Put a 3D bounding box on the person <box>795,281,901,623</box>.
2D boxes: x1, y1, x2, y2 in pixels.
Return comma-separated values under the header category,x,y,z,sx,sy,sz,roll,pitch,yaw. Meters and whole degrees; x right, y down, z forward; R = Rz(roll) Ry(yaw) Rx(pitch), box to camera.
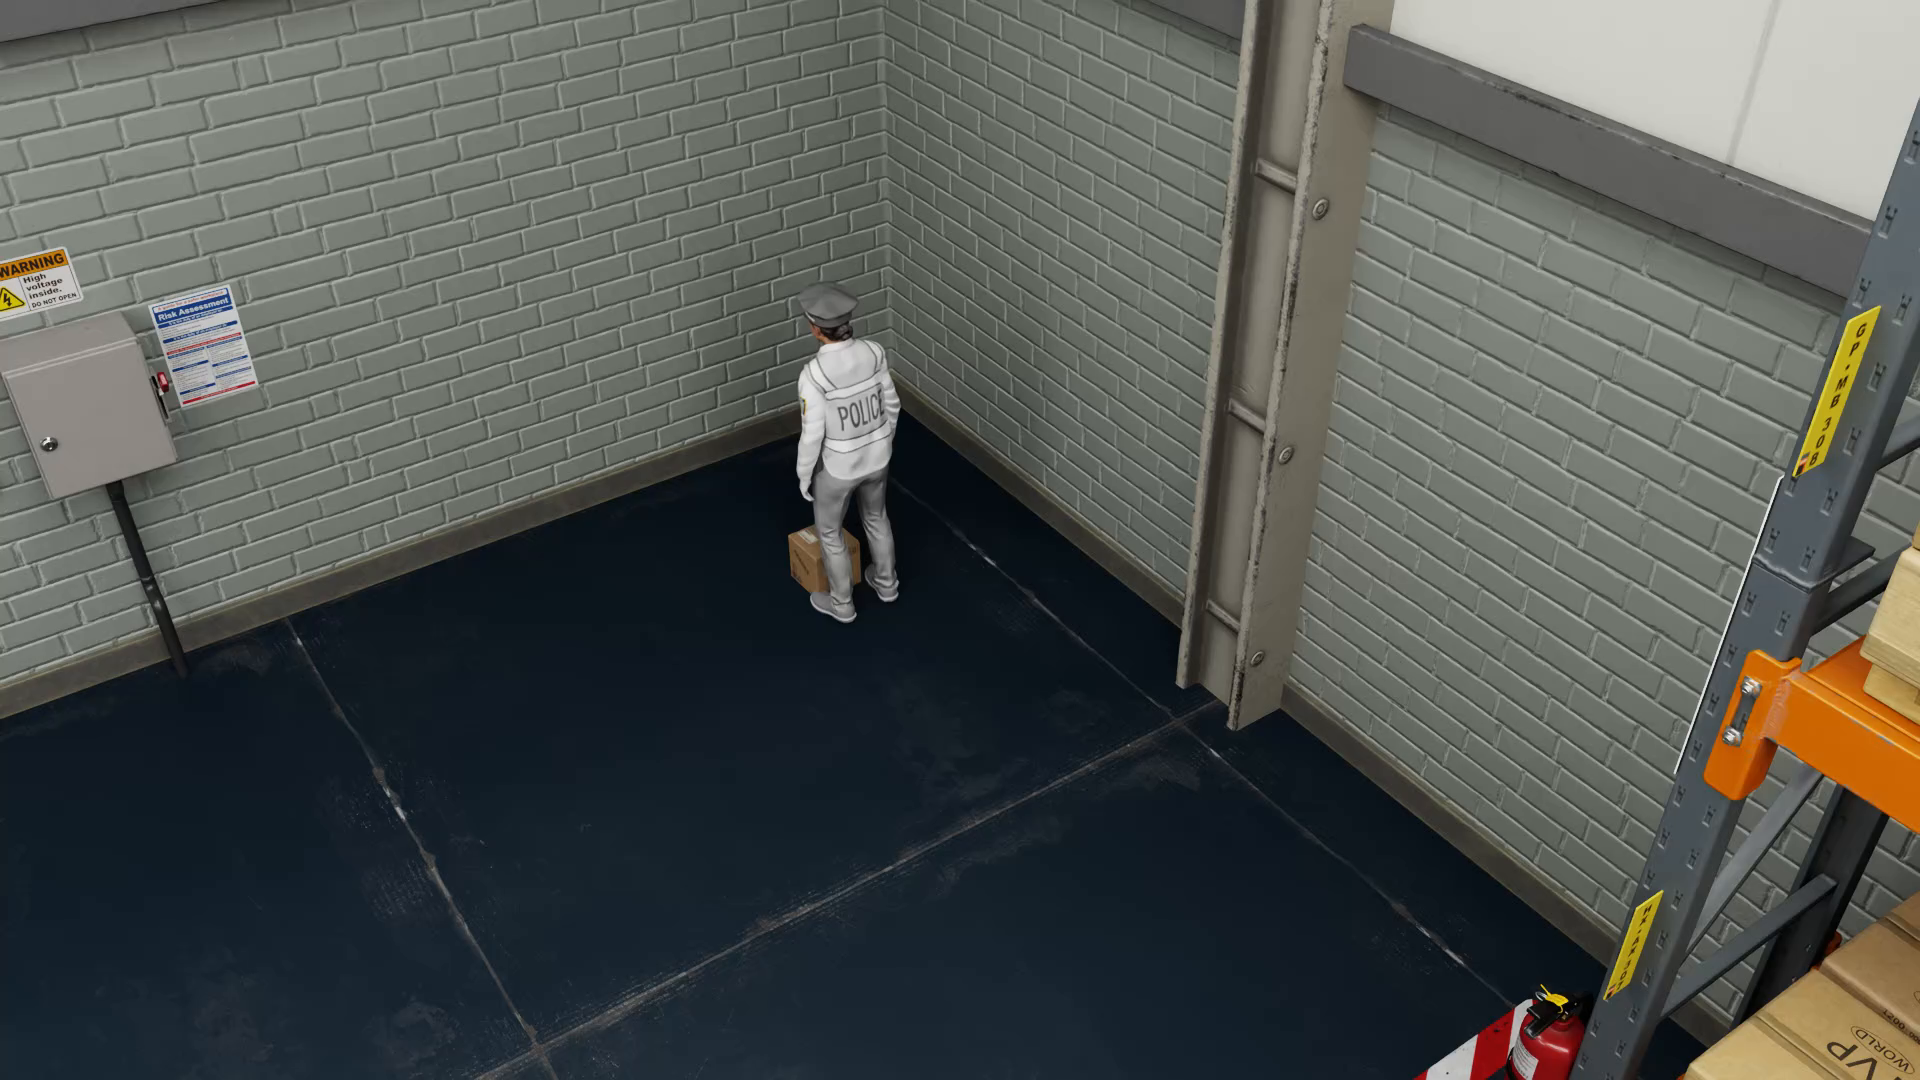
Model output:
category,x,y,z,sx,sy,sz,roll,pitch,yaw
person,-0.509,-0.359,7.483,0.528,1.662,0.375,-25,43,-29
